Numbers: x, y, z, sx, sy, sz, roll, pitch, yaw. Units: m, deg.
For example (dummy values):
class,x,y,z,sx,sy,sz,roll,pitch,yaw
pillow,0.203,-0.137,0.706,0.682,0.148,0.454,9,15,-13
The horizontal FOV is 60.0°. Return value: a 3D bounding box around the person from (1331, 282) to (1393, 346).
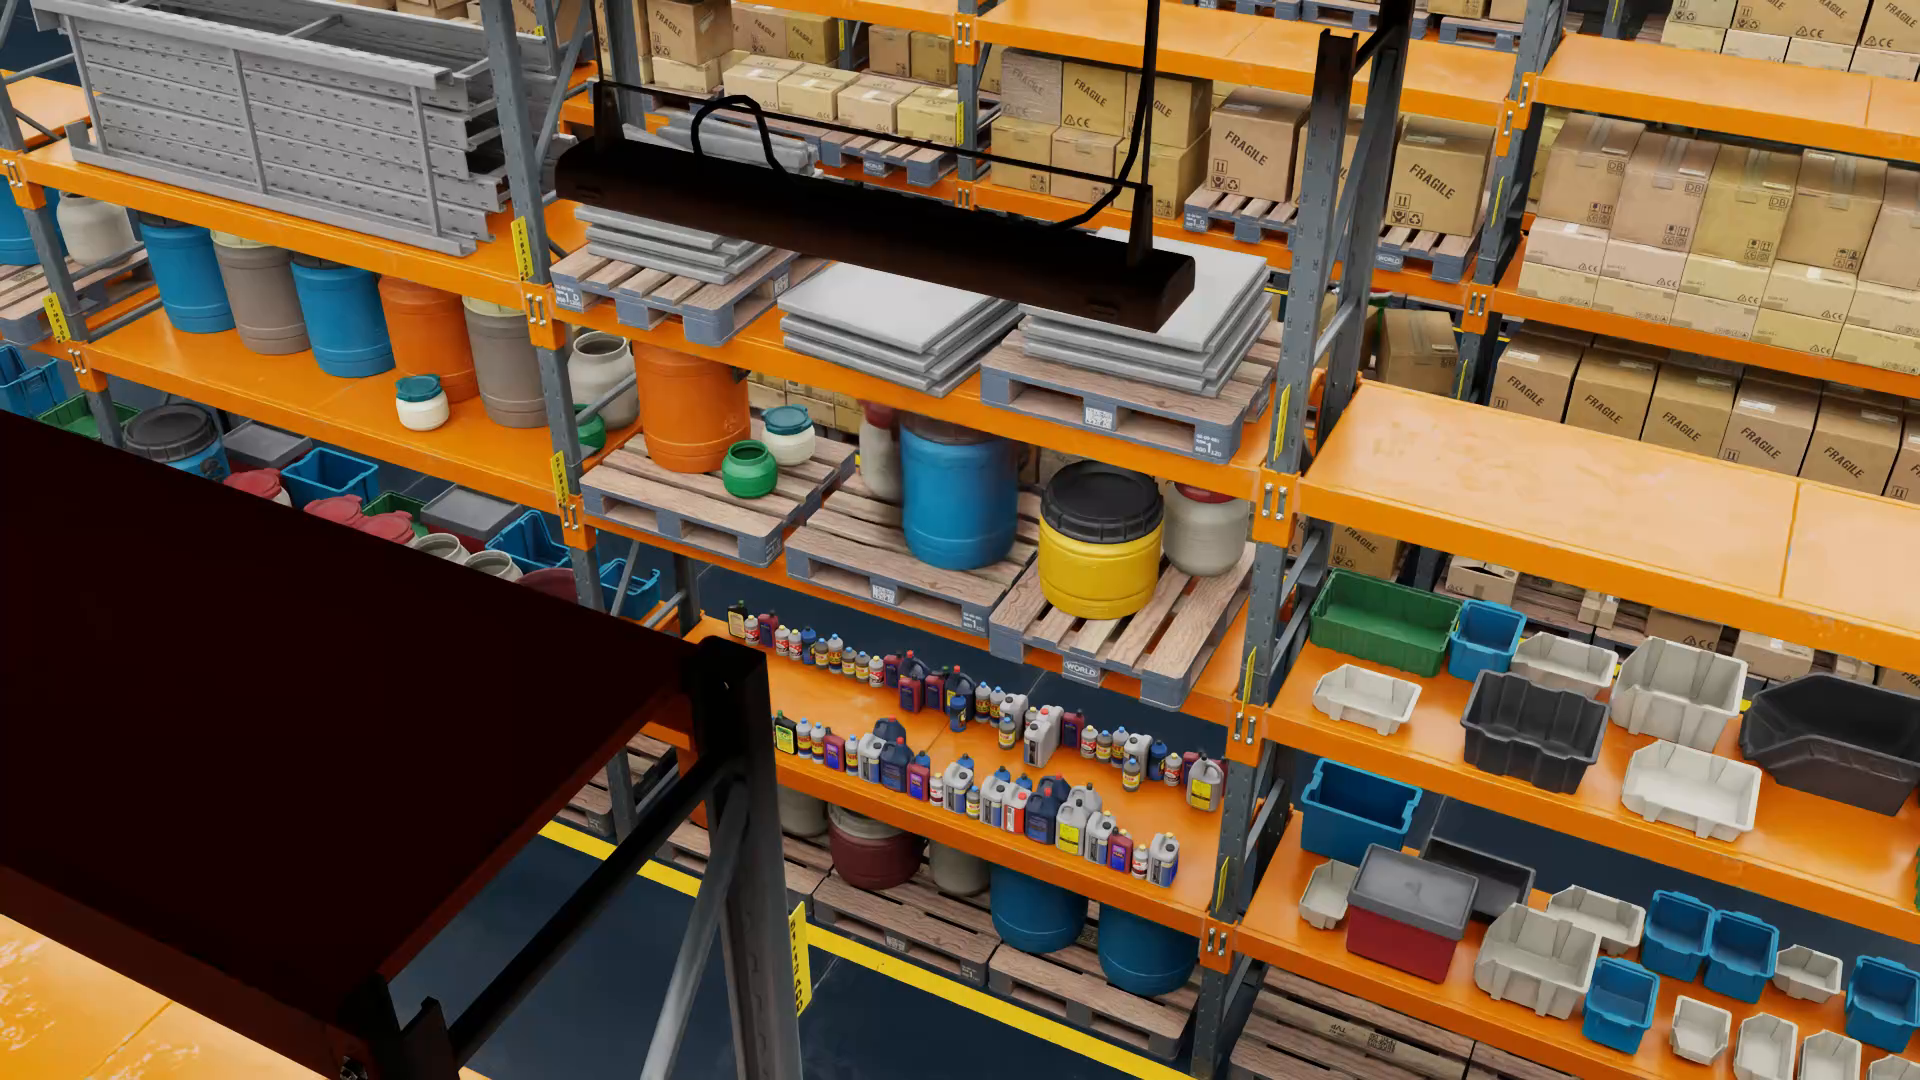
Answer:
class,x,y,z,sx,sy,sz,roll,pitch,yaw
person,3.920,-2.340,15.707,0.772,1.787,0.731,11,36,15
